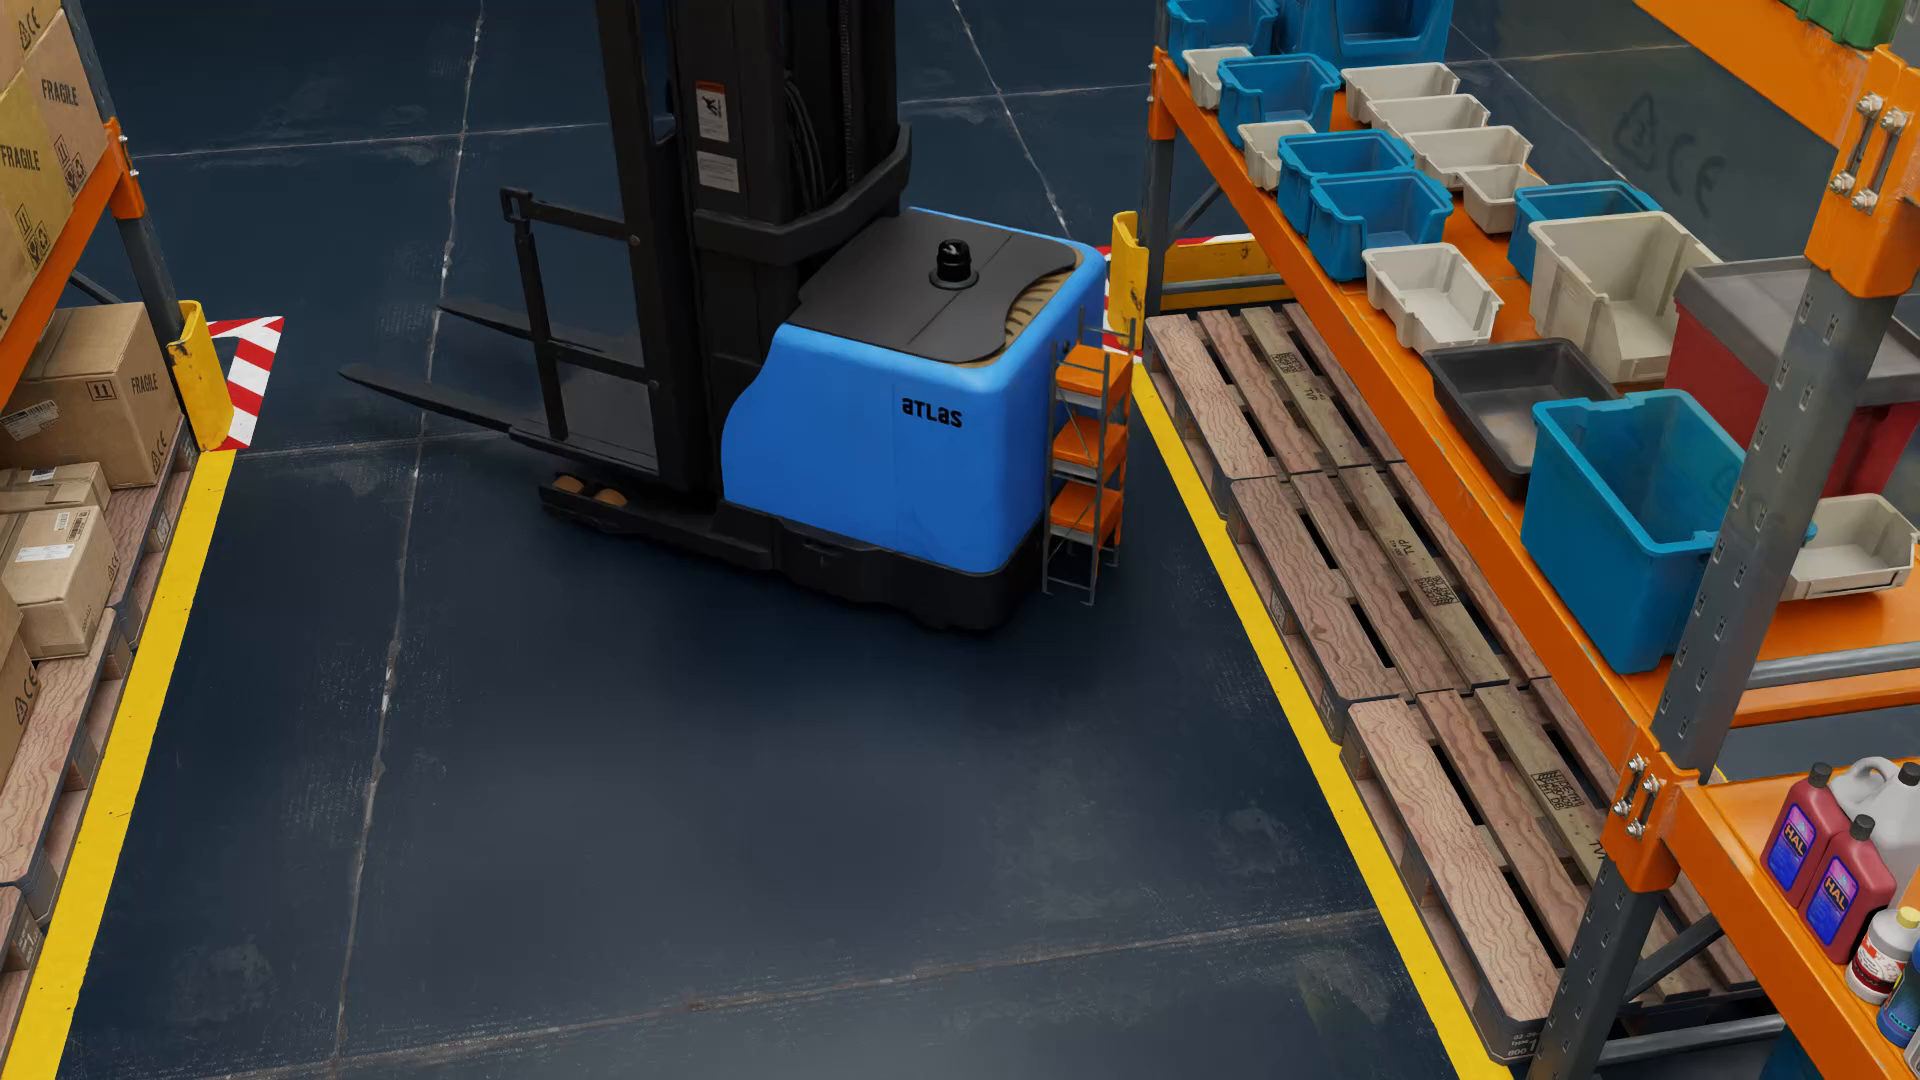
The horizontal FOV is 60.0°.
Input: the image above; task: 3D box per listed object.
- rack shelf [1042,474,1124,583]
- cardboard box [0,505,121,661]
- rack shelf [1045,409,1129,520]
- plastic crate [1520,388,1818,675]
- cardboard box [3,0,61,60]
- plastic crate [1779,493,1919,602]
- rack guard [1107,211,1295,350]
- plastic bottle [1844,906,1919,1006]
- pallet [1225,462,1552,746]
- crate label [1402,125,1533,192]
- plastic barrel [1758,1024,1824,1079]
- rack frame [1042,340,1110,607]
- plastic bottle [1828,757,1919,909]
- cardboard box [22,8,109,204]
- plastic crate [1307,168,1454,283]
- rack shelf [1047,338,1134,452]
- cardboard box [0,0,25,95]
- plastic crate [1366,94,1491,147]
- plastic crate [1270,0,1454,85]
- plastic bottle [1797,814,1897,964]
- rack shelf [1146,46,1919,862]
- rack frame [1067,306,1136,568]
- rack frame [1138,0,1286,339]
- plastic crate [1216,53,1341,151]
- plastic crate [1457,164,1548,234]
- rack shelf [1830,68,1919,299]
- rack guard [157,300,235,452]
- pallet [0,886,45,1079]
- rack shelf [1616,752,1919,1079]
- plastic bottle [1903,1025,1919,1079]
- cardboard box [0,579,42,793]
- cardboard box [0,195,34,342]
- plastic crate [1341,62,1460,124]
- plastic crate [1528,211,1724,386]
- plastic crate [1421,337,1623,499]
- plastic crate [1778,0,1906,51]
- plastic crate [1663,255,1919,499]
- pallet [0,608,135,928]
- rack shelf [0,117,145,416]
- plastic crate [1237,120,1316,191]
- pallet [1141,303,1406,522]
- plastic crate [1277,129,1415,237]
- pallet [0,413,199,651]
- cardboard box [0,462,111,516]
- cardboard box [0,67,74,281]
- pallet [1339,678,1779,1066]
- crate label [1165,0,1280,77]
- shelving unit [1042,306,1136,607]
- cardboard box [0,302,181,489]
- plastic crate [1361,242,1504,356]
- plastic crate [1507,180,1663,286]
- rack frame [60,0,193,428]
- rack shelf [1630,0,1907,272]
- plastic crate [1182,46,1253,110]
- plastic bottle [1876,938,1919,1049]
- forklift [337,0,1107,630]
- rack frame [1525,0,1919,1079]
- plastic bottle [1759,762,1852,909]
[{"bbox_3d":[0.438,-0.043,5.920,0.215,0.259,0.240,16,40,19],"label":"rack shelf"},{"bbox_3d":[-3.123,0.154,5.489,0.500,0.250,0.500,-6,38,-8],"label":"cardboard box"},{"bbox_3d":[0.438,-0.263,5.750,0.215,0.259,0.240,16,40,19],"label":"rack shelf"},{"bbox_3d":[1.563,-0.014,3.787,0.392,0.384,0.575,-6,38,-8],"label":"plastic crate"},{"bbox_3d":[-3.249,-1.832,5.267,0.500,0.500,0.500,-7,38,-8],"label":"cardboard box"},{"bbox_3d":[2.040,0.033,3.929,0.396,0.136,0.243,-6,38,-8],"label":"plastic crate"},{"bbox_3d":[1.262,-1.193,7.379,1.175,0.500,0.348,-6,38,-8],"label":"rack guard"},{"bbox_3d":[1.686,0.743,3.011,0.097,0.201,0.097,0,38,0],"label":"plastic bottle"},{"bbox_3d":[1.596,0.171,5.857,1.003,0.211,1.213,-6,38,-8],"label":"pallet"},{"bbox_3d":[1.710,-1.272,5.608,0.396,0.136,0.243,-6,38,-8],"label":"crate label"},{"bbox_3d":[2.059,1.242,3.575,0.600,0.901,0.708,-6,38,-8],"label":"plastic barrel"},{"bbox_3d":[0.388,-0.203,5.655,0.200,1.050,0.008,16,40,19],"label":"rack frame"},{"bbox_3d":[1.730,0.540,3.150,0.144,0.351,0.185,-6,38,-8],"label":"plastic bottle"},{"bbox_3d":[-3.252,-1.435,5.571,0.500,0.500,0.500,-5,38,-7],"label":"cardboard box"},{"bbox_3d":[1.282,-0.964,5.133,0.416,0.233,0.300,-6,38,-8],"label":"plastic crate"},{"bbox_3d":[0.438,-0.487,5.575,0.215,0.259,0.240,16,40,19],"label":"rack shelf"},{"bbox_3d":[-3.160,-1.527,4.874,0.500,0.500,0.500,-5,38,-7],"label":"cardboard box"},{"bbox_3d":[1.637,-1.437,5.821,0.396,0.136,0.243,-6,38,-8],"label":"plastic crate"},{"bbox_3d":[1.522,-2.023,6.331,0.616,0.435,0.499,-6,38,-8],"label":"plastic crate"},{"bbox_3d":[1.648,0.643,3.073,0.061,0.283,0.133,-6,38,-8],"label":"plastic bottle"},{"bbox_3d":[1.630,-0.675,5.261,1.077,0.370,4.000,-6,38,-8],"label":"rack shelf"},{"bbox_3d":[0.489,-0.339,5.831,0.200,1.050,0.008,16,40,19],"label":"rack frame"},{"bbox_3d":[1.279,-2.167,6.595,1.000,3.000,0.127,-6,38,-8],"label":"rack frame"},{"bbox_3d":[1.114,-1.543,5.878,0.416,0.233,0.300,-6,38,-8],"label":"plastic crate"},{"bbox_3d":[1.780,-1.095,5.380,0.298,0.136,0.250,-6,38,-8],"label":"plastic crate"},{"bbox_3d":[2.331,0.556,1.231,1.077,0.370,4.000,-6,38,-8],"label":"rack shelf"},{"bbox_3d":[-3.585,-0.604,6.620,1.175,0.500,0.348,-6,38,-8],"label":"rack guard"},{"bbox_3d":[-3.016,1.465,4.192,1.003,0.211,1.213,-6,38,-8],"label":"pallet"},{"bbox_3d":[2.331,1.741,2.151,1.077,0.370,4.000,-6,38,-8],"label":"rack shelf"},{"bbox_3d":[1.751,0.839,2.826,0.152,0.276,0.135,-6,38,-8],"label":"plastic bottle"},{"bbox_3d":[-3.231,0.457,4.893,0.797,0.503,0.637,-6,38,-8],"label":"cardboard box"},{"bbox_3d":[-3.075,-0.820,4.779,0.500,0.500,0.500,-6,38,-8],"label":"cardboard box"},{"bbox_3d":[1.600,-1.614,6.048,0.396,0.136,0.243,-6,38,-8],"label":"plastic crate"},{"bbox_3d":[1.894,-0.670,4.716,0.437,0.282,0.530,-6,38,-8],"label":"plastic crate"},{"bbox_3d":[1.520,-0.314,4.384,0.437,0.125,0.590,-6,38,-8],"label":"plastic crate"},{"bbox_3d":[1.609,-1.076,2.917,0.450,0.188,0.662,-6,38,-8],"label":"plastic crate"},{"bbox_3d":[2.071,-0.367,4.176,0.402,0.464,0.583,-6,38,-8],"label":"plastic crate"},{"bbox_3d":[-3.234,0.727,5.142,1.003,0.211,1.213,-6,38,-8],"label":"pallet"},{"bbox_3d":[-3.247,-0.145,4.578,1.077,0.370,4.000,-6,38,-8],"label":"rack shelf"},{"bbox_3d":[1.092,-1.290,5.632,0.250,0.136,0.298,-6,38,-8],"label":"plastic crate"},{"bbox_3d":[1.386,-0.564,6.804,1.003,0.211,1.213,-6,38,-8],"label":"pallet"},{"bbox_3d":[1.229,-1.145,5.367,0.416,0.233,0.300,-6,38,-8],"label":"plastic crate"},{"bbox_3d":[-3.444,-0.008,6.089,1.003,0.211,1.213,-6,38,-8],"label":"pallet"},{"bbox_3d":[-3.278,-0.136,5.930,0.380,0.166,0.250,-6,38,-8],"label":"cardboard box"},{"bbox_3d":[-3.157,-1.122,5.168,0.500,0.500,0.500,-6,38,-8],"label":"cardboard box"},{"bbox_3d":[1.813,0.910,4.907,1.003,0.211,1.213,-6,38,-8],"label":"pallet"},{"bbox_3d":[0.998,-1.940,6.390,0.416,0.233,0.303,-6,38,-8],"label":"crate label"},{"bbox_3d":[0.438,-0.271,5.743,0.215,1.050,0.252,16,40,19],"label":"shelving unit"},{"bbox_3d":[-3.260,-0.522,6.155,0.500,0.500,0.500,-6,38,-8],"label":"cardboard box"},{"bbox_3d":[1.379,-0.690,4.860,0.293,0.136,0.466,-6,38,-8],"label":"plastic crate"},{"bbox_3d":[1.892,-0.912,5.067,0.416,0.233,0.300,-6,38,-8],"label":"plastic crate"},{"bbox_3d":[-3.598,-1.637,5.912,1.000,3.000,0.127,-6,38,-8],"label":"rack frame"},{"bbox_3d":[1.630,-1.860,4.340,1.077,0.370,4.000,-6,38,-8],"label":"rack shelf"},{"bbox_3d":[0.973,-1.700,6.159,0.250,0.136,0.298,-6,38,-8],"label":"plastic crate"},{"bbox_3d":[1.703,0.774,2.914,0.097,0.271,0.097,0,38,0],"label":"plastic bottle"},{"bbox_3d":[-1.029,-1.457,5.736,3.031,2.935,1.130,16,41,20],"label":"forklift"},{"bbox_3d":[1.980,0.249,3.485,1.000,3.000,0.127,-6,38,-8],"label":"rack frame"},{"bbox_3d":[1.625,0.562,3.177,0.061,0.283,0.133,-6,38,-8],"label":"plastic bottle"}]
